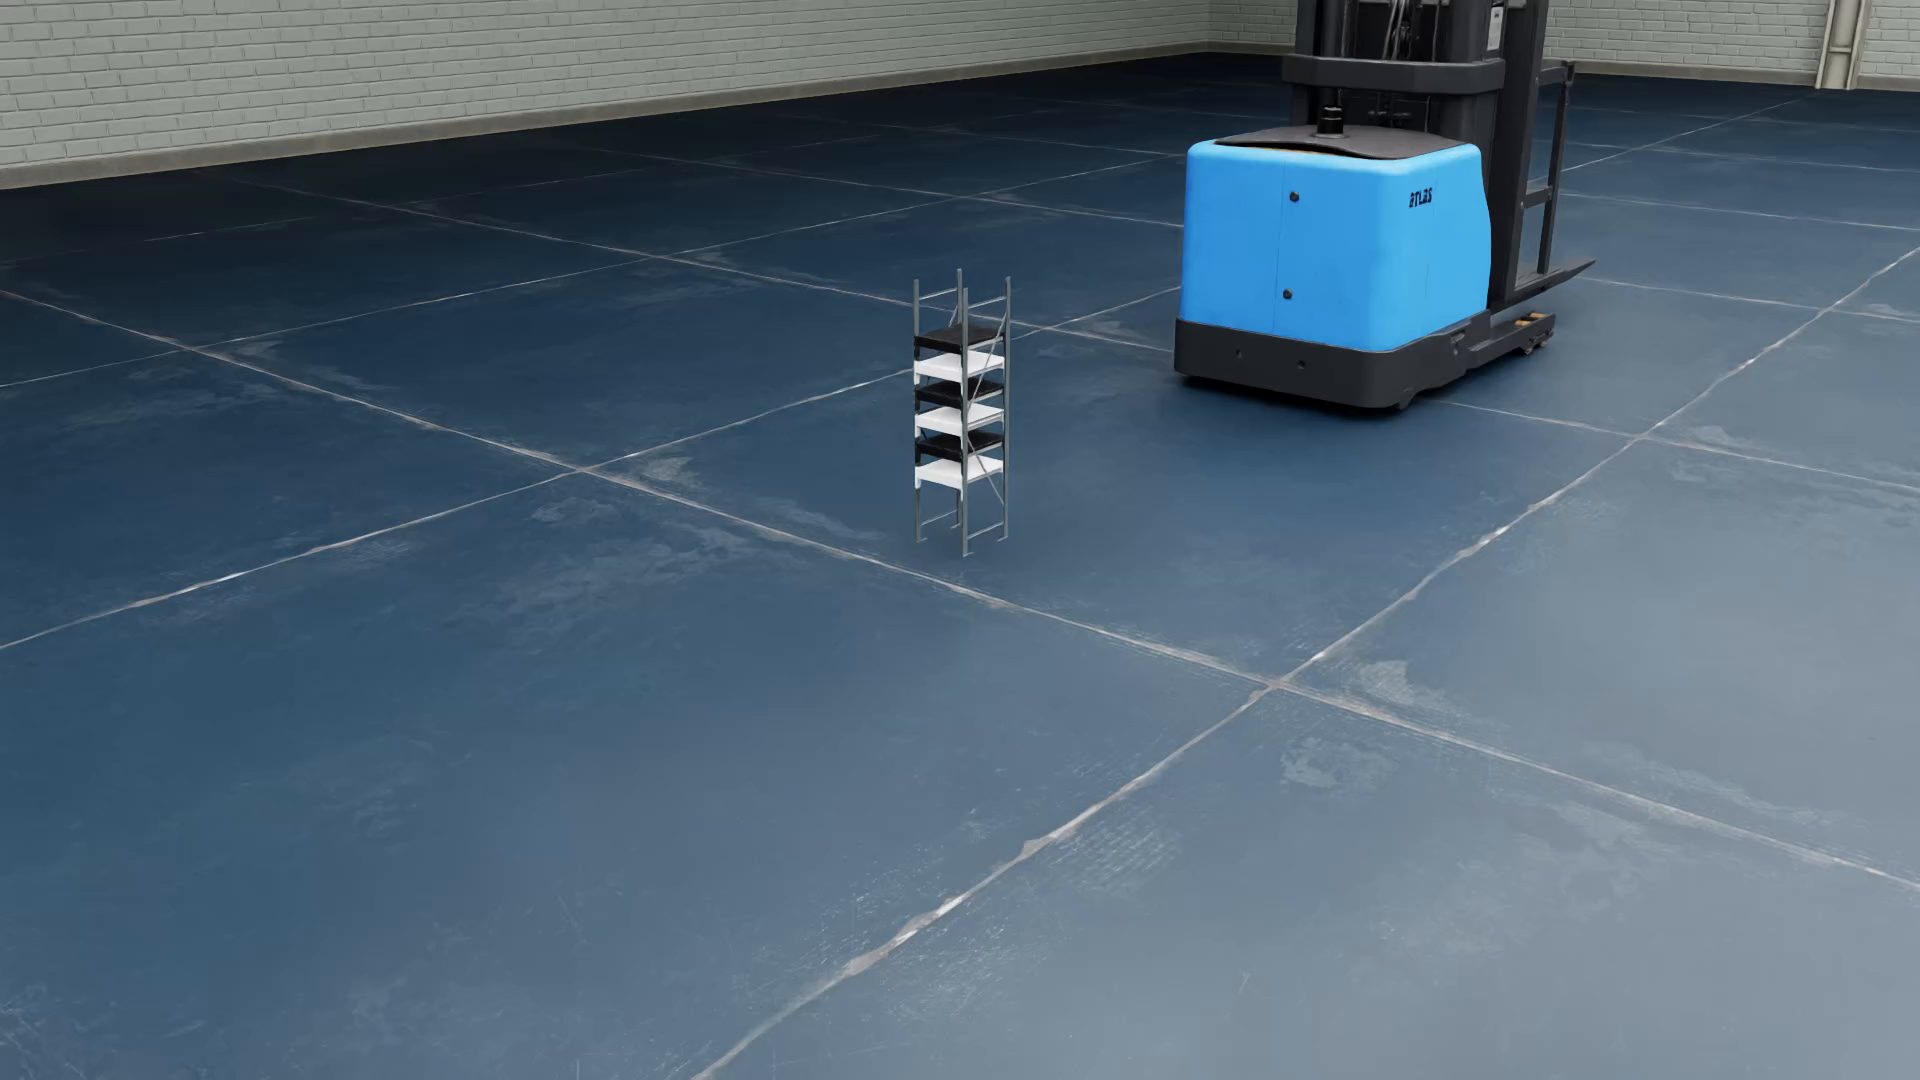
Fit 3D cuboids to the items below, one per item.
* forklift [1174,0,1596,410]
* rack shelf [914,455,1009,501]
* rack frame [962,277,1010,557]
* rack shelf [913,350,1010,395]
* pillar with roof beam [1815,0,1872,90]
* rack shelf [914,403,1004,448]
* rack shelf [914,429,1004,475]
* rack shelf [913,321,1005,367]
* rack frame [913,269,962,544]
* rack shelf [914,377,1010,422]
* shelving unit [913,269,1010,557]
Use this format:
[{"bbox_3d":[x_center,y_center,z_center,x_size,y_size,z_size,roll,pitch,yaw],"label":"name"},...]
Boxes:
[{"bbox_3d":[2.281,-2.368,7.793,1.130,2.935,3.031,16,26,36],"label":"forklift"},{"bbox_3d":[0.006,-0.220,5.580,0.200,0.077,0.258,16,26,36],"label":"rack shelf"},{"bbox_3d":[0.085,-0.397,5.444,0.006,0.900,0.240,16,26,36],"label":"rack frame"},{"bbox_3d":[0.006,-0.556,5.453,0.200,0.077,0.258,16,26,36],"label":"rack shelf"},{"bbox_3d":[7.956,-8.545,15.574,0.400,9.000,9.100,16,26,36],"label":"pillar with roof beam"},{"bbox_3d":[0.006,-0.388,5.516,0.200,0.077,0.258,16,26,36],"label":"rack shelf"},{"bbox_3d":[0.006,-0.304,5.548,0.200,0.077,0.258,16,26,36],"label":"rack shelf"},{"bbox_3d":[0.006,-0.641,5.421,0.200,0.077,0.258,16,26,36],"label":"rack shelf"},{"bbox_3d":[-0.072,-0.442,5.565,0.006,0.900,0.240,16,26,36],"label":"rack frame"},{"bbox_3d":[0.006,-0.472,5.485,0.200,0.077,0.258,16,26,36],"label":"rack shelf"},{"bbox_3d":[0.006,-0.419,5.505,0.210,0.900,0.258,16,26,36],"label":"shelving unit"}]
